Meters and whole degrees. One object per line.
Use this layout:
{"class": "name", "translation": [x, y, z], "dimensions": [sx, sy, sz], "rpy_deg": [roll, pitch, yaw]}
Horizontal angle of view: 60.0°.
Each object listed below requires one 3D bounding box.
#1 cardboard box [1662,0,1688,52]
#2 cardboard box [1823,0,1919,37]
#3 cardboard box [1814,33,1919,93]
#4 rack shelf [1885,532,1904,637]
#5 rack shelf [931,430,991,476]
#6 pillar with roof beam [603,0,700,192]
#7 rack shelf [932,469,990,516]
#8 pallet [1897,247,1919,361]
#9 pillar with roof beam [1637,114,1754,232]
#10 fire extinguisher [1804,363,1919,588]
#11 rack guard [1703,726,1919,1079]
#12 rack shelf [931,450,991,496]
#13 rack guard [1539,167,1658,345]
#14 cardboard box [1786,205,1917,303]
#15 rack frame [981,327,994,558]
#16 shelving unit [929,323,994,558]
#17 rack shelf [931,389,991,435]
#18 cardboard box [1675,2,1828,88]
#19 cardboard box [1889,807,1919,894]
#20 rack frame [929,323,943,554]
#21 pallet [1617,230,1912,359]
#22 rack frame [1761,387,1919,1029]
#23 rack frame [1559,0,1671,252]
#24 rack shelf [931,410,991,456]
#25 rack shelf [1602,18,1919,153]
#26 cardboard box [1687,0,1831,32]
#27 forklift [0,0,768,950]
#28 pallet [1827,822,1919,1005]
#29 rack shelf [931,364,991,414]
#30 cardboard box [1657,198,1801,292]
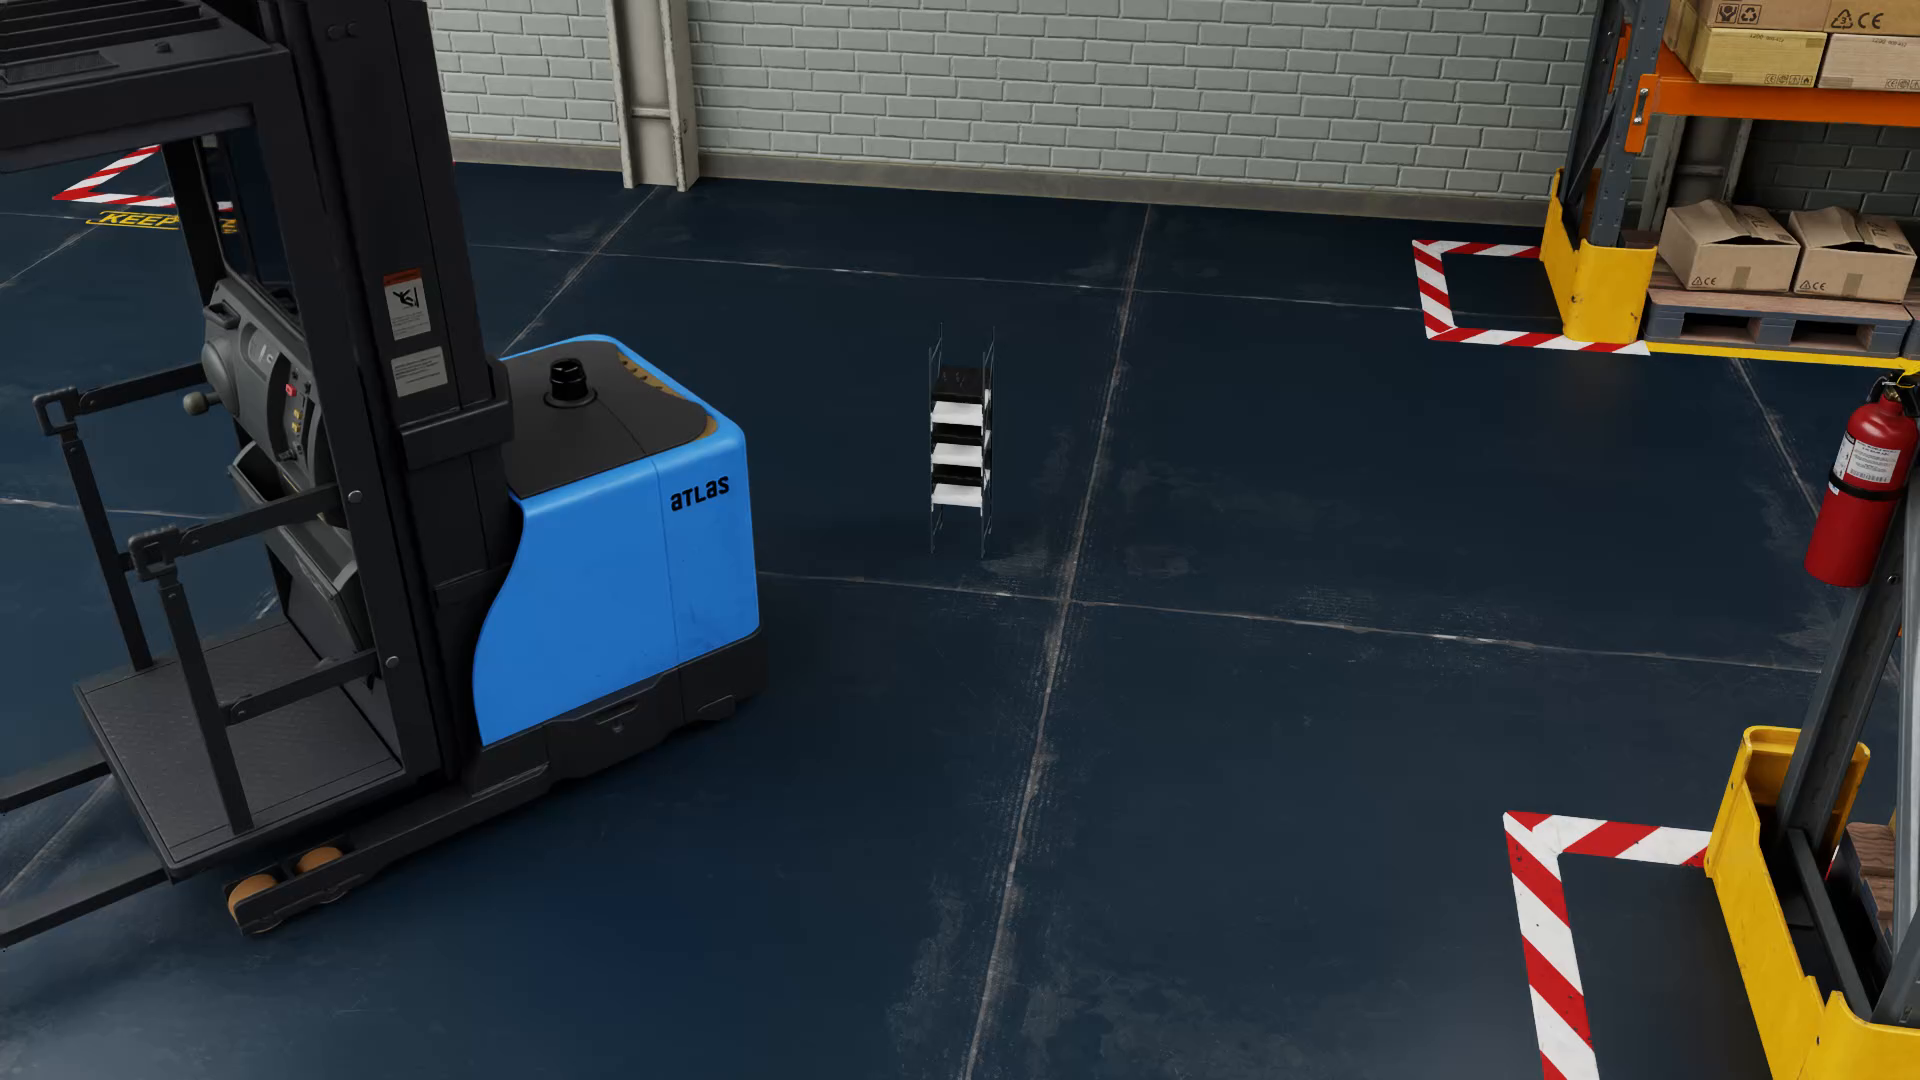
{"class": "cardboard box", "translation": [3.731, -2.575, 8.159], "dimensions": [0.500, 0.250, 0.500], "rpy_deg": [6, 32, 9]}
{"class": "cardboard box", "translation": [4.143, -2.584, 7.467], "dimensions": [0.500, 0.500, 0.500], "rpy_deg": [5, 32, 8]}
{"class": "cardboard box", "translation": [4.180, -2.267, 7.667], "dimensions": [0.500, 0.250, 0.500], "rpy_deg": [4, 32, 7]}
{"class": "rack shelf", "translation": [4.380, 0.504, 3.795], "dimensions": [4.000, 0.370, 1.077], "rpy_deg": [5, 32, 8]}
{"class": "rack shelf", "translation": [0.008, -0.352, 6.528], "dimensions": [0.200, 0.077, 0.258], "rpy_deg": [5, 32, 8]}
{"class": "pillar with roof beam", "translation": [-2.565, -3.787, 4.319], "dimensions": [0.400, 9.000, 9.100], "rpy_deg": [5, 32, 8]}
{"class": "rack shelf", "translation": [0.008, -0.200, 6.623], "dimensions": [0.200, 0.077, 0.258], "rpy_deg": [5, 32, 8]}
{"class": "pallet", "translation": [5.307, -1.181, 8.437], "dimensions": [1.213, 0.211, 1.003], "rpy_deg": [5, 32, 8]}
{"class": "pillar with roof beam", "translation": [3.349, -3.252, 3.464], "dimensions": [0.400, 9.000, 9.100], "rpy_deg": [5, 32, 8]}
{"class": "fire extinguisher", "translation": [2.370, -0.200, 4.315], "dimensions": [0.183, 0.674, 0.296], "rpy_deg": [5, 32, 8]}
{"class": "rack guard", "translation": [2.384, 1.078, 4.556], "dimensions": [0.348, 0.500, 1.175], "rpy_deg": [5, 32, 8]}
{"class": "rack shelf", "translation": [0.008, -0.276, 6.576], "dimensions": [0.200, 0.077, 0.258], "rpy_deg": [5, 32, 8]}
{"class": "rack guard", "translation": [3.313, -1.504, 8.682], "dimensions": [0.348, 0.500, 1.175], "rpy_deg": [5, 32, 8]}
{"class": "cardboard box", "translation": [4.467, -1.458, 8.371], "dimensions": [0.500, 0.311, 0.500], "rpy_deg": [8, 33, 12]}
{"class": "rack frame", "translation": [0.108, -0.372, 6.496], "dimensions": [0.006, 0.900, 0.240], "rpy_deg": [5, 32, 8]}
{"class": "shelving unit", "translation": [0.008, -0.381, 6.510], "dimensions": [0.210, 0.900, 0.258], "rpy_deg": [5, 32, 8]}
{"class": "rack shelf", "translation": [0.008, -0.505, 6.432], "dimensions": [0.200, 0.077, 0.258], "rpy_deg": [5, 32, 8]}
{"class": "cardboard box", "translation": [3.665, -2.306, 7.729], "dimensions": [0.500, 0.250, 0.500], "rpy_deg": [4, 32, 7]}
{"class": "cardboard box", "translation": [2.986, 0.901, 4.678], "dimensions": [0.500, 0.250, 0.500], "rpy_deg": [5, 32, 8]}
{"class": "rack frame", "translation": [-0.092, -0.390, 6.525], "dimensions": [0.006, 0.900, 0.240], "rpy_deg": [5, 32, 8]}
{"class": "pallet", "translation": [4.108, -1.291, 8.613], "dimensions": [1.213, 0.211, 1.003], "rpy_deg": [5, 32, 8]}
{"class": "rack frame", "translation": [2.408, 0.021, 3.890], "dimensions": [0.127, 3.000, 1.000], "rpy_deg": [5, 32, 8]}
{"class": "rack frame", "translation": [3.238, -2.570, 8.029], "dimensions": [0.127, 3.000, 1.000], "rpy_deg": [5, 32, 8]}
{"class": "rack shelf", "translation": [0.008, -0.429, 6.480], "dimensions": [0.200, 0.077, 0.258], "rpy_deg": [5, 32, 8]}
{"class": "rack shelf", "translation": [5.209, -2.087, 7.935], "dimensions": [4.000, 0.370, 1.077], "rpy_deg": [5, 32, 8]}
{"class": "cardboard box", "translation": [3.658, -2.633, 7.546], "dimensions": [0.500, 0.500, 0.500], "rpy_deg": [5, 32, 8]}
{"class": "forklift", "translation": [-2.146, -0.405, 4.634], "dimensions": [3.031, 2.935, 1.130], "rpy_deg": [-23, 38, -31]}
{"class": "pallet", "translation": [3.169, 1.249, 4.556], "dimensions": [1.213, 0.211, 1.003], "rpy_deg": [5, 32, 8]}
{"class": "rack shelf", "translation": [0.008, -0.581, 6.384], "dimensions": [0.200, 0.077, 0.258], "rpy_deg": [5, 32, 8]}
{"class": "cardboard box", "translation": [3.905, -1.508, 8.452], "dimensions": [0.500, 0.311, 0.500], "rpy_deg": [2, 32, 3]}
